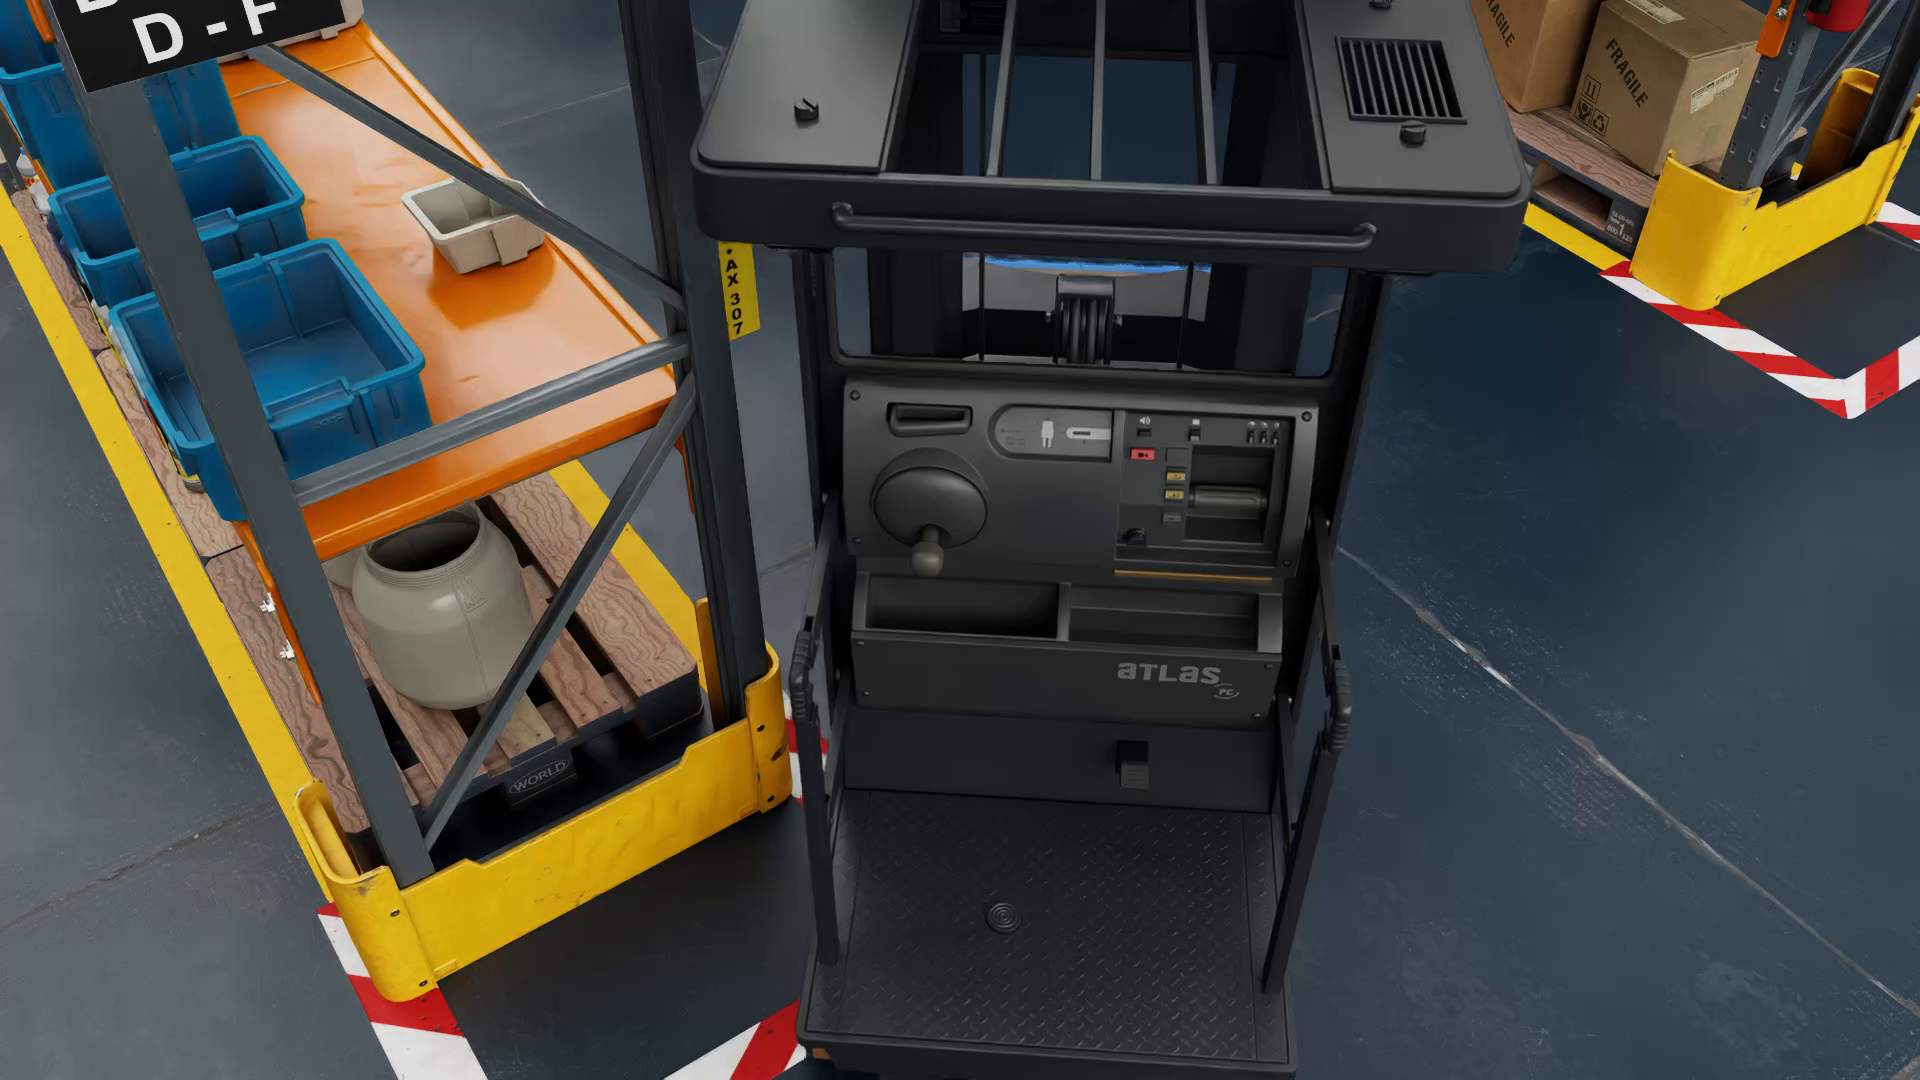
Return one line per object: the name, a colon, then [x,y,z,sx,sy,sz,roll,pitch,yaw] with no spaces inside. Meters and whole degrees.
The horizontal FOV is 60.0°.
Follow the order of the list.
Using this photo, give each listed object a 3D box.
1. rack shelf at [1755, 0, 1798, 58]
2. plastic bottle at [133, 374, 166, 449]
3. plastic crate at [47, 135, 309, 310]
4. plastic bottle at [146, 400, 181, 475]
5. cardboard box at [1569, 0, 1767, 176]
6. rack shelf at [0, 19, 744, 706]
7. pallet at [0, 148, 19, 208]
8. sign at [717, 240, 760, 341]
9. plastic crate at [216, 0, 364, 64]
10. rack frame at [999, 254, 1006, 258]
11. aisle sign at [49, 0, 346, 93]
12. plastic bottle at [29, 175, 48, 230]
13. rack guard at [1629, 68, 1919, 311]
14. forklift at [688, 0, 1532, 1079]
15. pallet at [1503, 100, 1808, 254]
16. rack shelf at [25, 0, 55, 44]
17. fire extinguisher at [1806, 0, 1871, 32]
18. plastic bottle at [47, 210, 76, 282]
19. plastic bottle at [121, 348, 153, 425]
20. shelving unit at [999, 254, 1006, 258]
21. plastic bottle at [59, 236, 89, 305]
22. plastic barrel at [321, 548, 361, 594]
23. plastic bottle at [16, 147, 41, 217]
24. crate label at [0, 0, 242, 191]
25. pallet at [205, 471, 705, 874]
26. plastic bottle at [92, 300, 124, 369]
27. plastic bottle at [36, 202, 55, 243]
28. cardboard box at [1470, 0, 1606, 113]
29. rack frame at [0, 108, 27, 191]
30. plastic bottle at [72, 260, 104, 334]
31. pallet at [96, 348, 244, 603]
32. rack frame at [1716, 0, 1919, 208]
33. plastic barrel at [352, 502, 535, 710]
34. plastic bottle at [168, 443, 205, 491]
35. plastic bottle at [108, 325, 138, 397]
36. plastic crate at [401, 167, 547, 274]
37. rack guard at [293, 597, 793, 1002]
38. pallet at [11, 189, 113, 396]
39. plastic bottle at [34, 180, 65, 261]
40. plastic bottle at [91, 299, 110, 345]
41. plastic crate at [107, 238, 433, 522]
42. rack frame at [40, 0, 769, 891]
rack shelf: [1.991,-3.070,6.814,1.077,0.370,4.000,-26,49,-24]
plastic bottle: [-2.459,-0.435,5.187,0.152,0.276,0.135,-25,49,-24]
plastic crate: [-1.825,-0.722,3.942,0.499,0.251,0.408,-26,49,-24]
plastic bottle: [-2.419,-0.343,5.086,0.061,0.283,0.133,-25,49,-24]
cardboard box: [2.792,-1.805,6.475,0.500,0.500,0.500,-17,46,-17]
rack shelf: [-2.071,-1.113,4.765,1.077,0.370,4.000,-26,49,-24]
pallet: [-3.696,-1.927,7.116,1.003,0.211,1.213,-26,49,-24]
sign: [-0.473,-0.556,3.459,0.100,0.325,0.005,-26,49,-24]
plastic crate: [-2.079,-1.591,4.935,0.530,0.136,0.437,-26,49,-24]
rack frame: [0.020,-0.519,5.141,0.240,0.900,0.006,-13,45,-14]
aisle sign: [-1.129,-1.023,2.266,0.394,0.787,0.004,-26,49,-24]
plastic bottle: [-3.334,-1.242,6.086,0.097,0.201,0.097,0,44,0]
rack guard: [3.092,-1.336,6.288,1.175,0.500,0.348,-26,49,-24]
forklift: [0.217,-0.023,3.151,1.130,2.935,3.031,3,44,3]
pallet: [2.656,-1.706,6.884,1.003,0.211,1.213,-26,49,-24]
rack shelf: [-2.071,-2.198,3.729,1.077,0.370,4.000,-26,49,-24]
fire extinguisher: [2.823,-1.922,5.147,0.296,0.674,0.183,-26,49,-24]
plastic bottle: [-3.094,-1.086,5.815,0.144,0.351,0.185,-24,49,-23]
plastic bottle: [-2.538,-0.514,5.270,0.152,0.276,0.135,-27,50,-25]
shelving unit: [0.053,-0.452,5.072,0.258,0.900,0.210,-13,45,-14]
plastic bottle: [-2.986,-0.979,5.703,0.144,0.351,0.185,-28,50,-26]
plastic barrel: [-1.653,-0.119,4.700,0.421,0.512,0.421,0,44,0]
plastic bottle: [-3.392,-1.325,6.123,0.097,0.271,0.097,0,44,0]
crate label: [-2.202,-1.189,4.298,0.502,0.435,0.616,-26,49,-24]
pallet: [-1.469,0.281,4.802,1.003,0.211,1.213,-26,49,-24]
plastic bottle: [-2.743,-0.738,5.451,0.144,0.351,0.185,-26,49,-25]
plastic bottle: [-3.276,-1.184,6.026,0.097,0.201,0.097,0,44,0]
cardboard box: [2.422,-2.130,6.815,0.500,0.500,0.500,-14,45,-14]
rack frame: [-3.215,-2.506,5.703,1.000,3.000,0.127,-26,49,-24]
plastic bottle: [-2.926,-0.845,5.611,0.061,0.283,0.133,-24,48,-23]
pallet: [-2.163,-0.409,5.526,1.003,0.211,1.213,-26,49,-24]
rack frame: [3.136,-2.197,5.379,1.000,3.000,0.127,-26,49,-24]
plastic barrel: [-1.366,0.165,4.403,0.421,0.512,0.421,0,44,0]
plastic bottle: [-2.337,-0.255,5.052,0.097,0.201,0.097,0,44,0]
plastic bottle: [-2.636,-0.633,5.341,0.144,0.351,0.185,-24,49,-23]
plastic crate: [-1.175,-0.779,4.085,0.298,0.136,0.250,-26,49,-24]
rack guard: [-1.009,0.639,4.219,1.175,0.500,0.348,-26,49,-24]
pallet: [-2.865,-1.101,6.250,1.003,0.211,1.213,-26,49,-24]
plastic bottle: [-3.185,-1.154,5.941,0.152,0.276,0.135,-24,49,-23]
plastic bottle: [-2.843,-0.755,5.577,0.097,0.201,0.097,0,44,0]
plastic crate: [-1.459,-0.352,3.554,0.499,0.251,0.616,-26,49,-24]
rack frame: [-0.927,-0.241,3.330,1.000,3.000,0.127,-26,49,-24]
